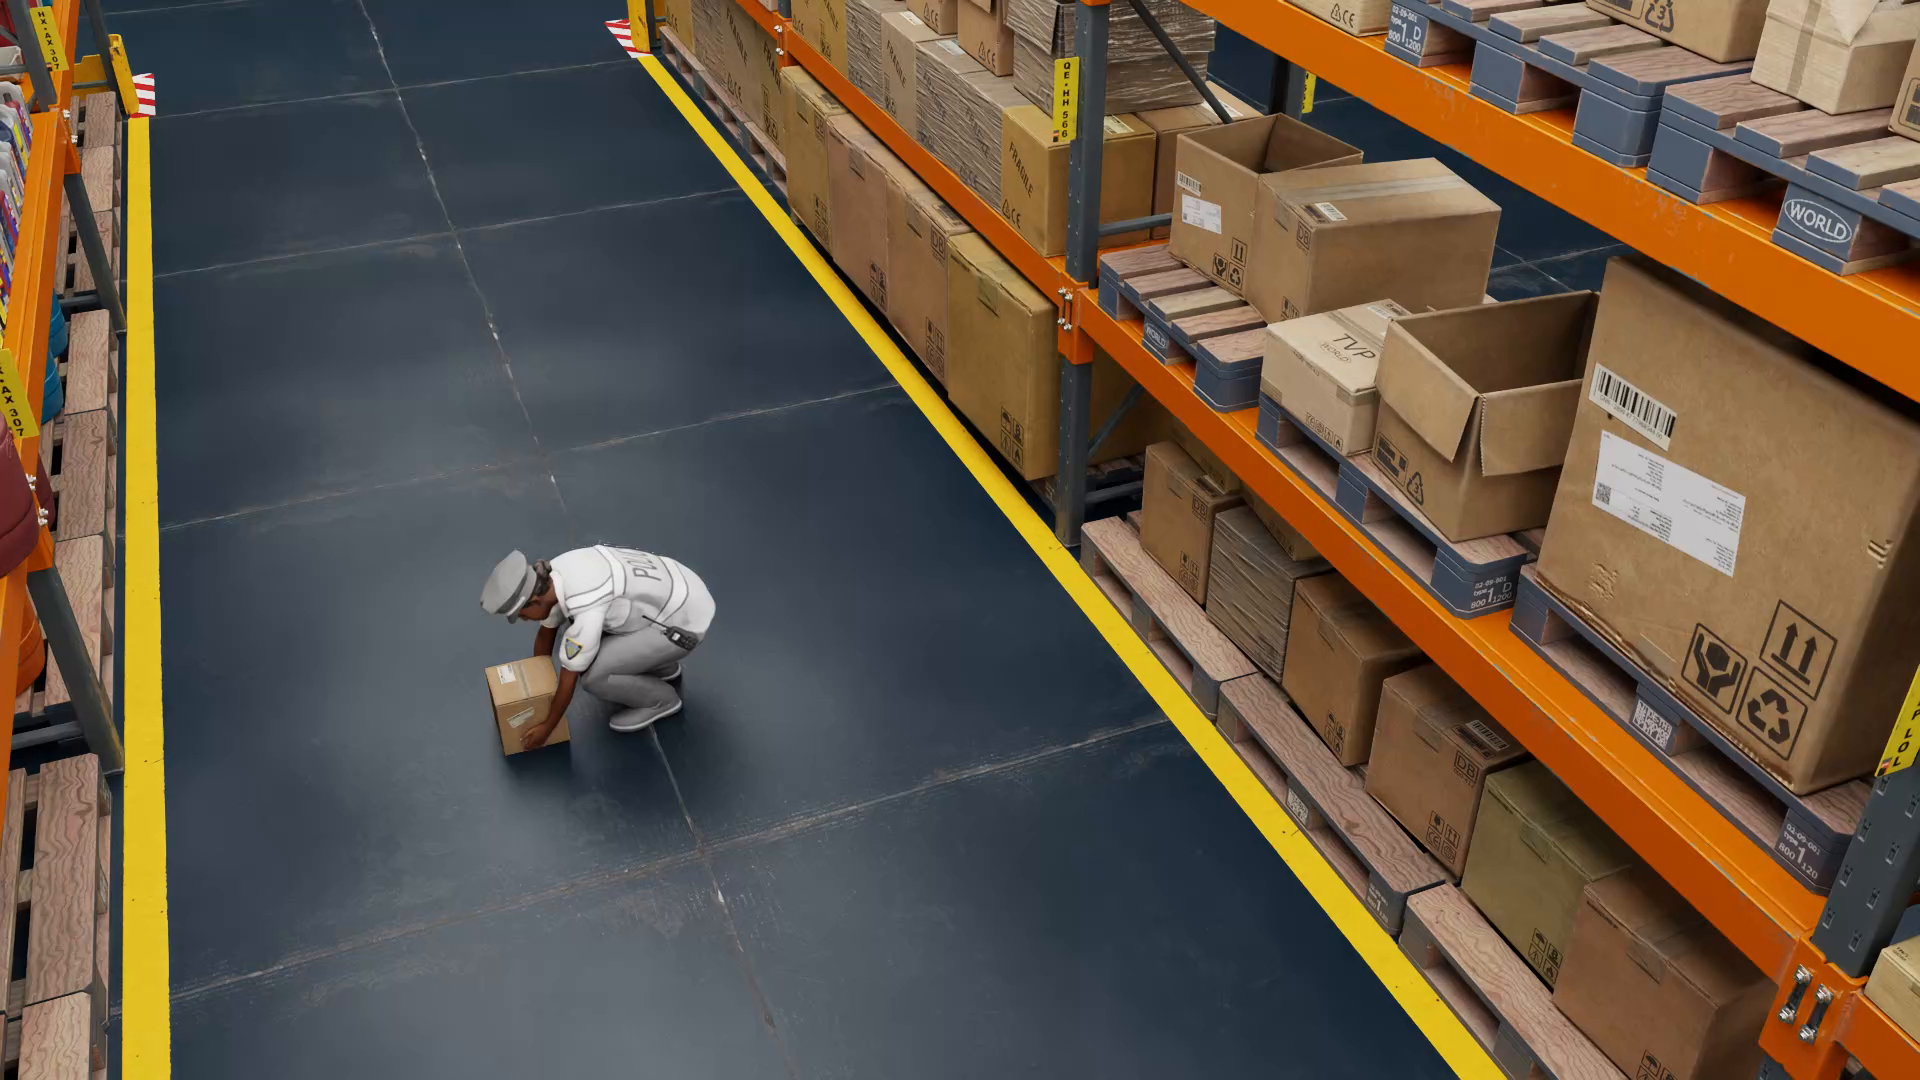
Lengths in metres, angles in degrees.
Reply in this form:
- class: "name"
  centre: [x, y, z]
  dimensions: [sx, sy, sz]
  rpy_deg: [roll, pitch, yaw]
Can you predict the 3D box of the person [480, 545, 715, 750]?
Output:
- class: "person"
  centre: [-1.375, 0.335, 6.401]
  dimensions: [0.867, 0.847, 0.475]
  rpy_deg: [-13, 36, -19]
